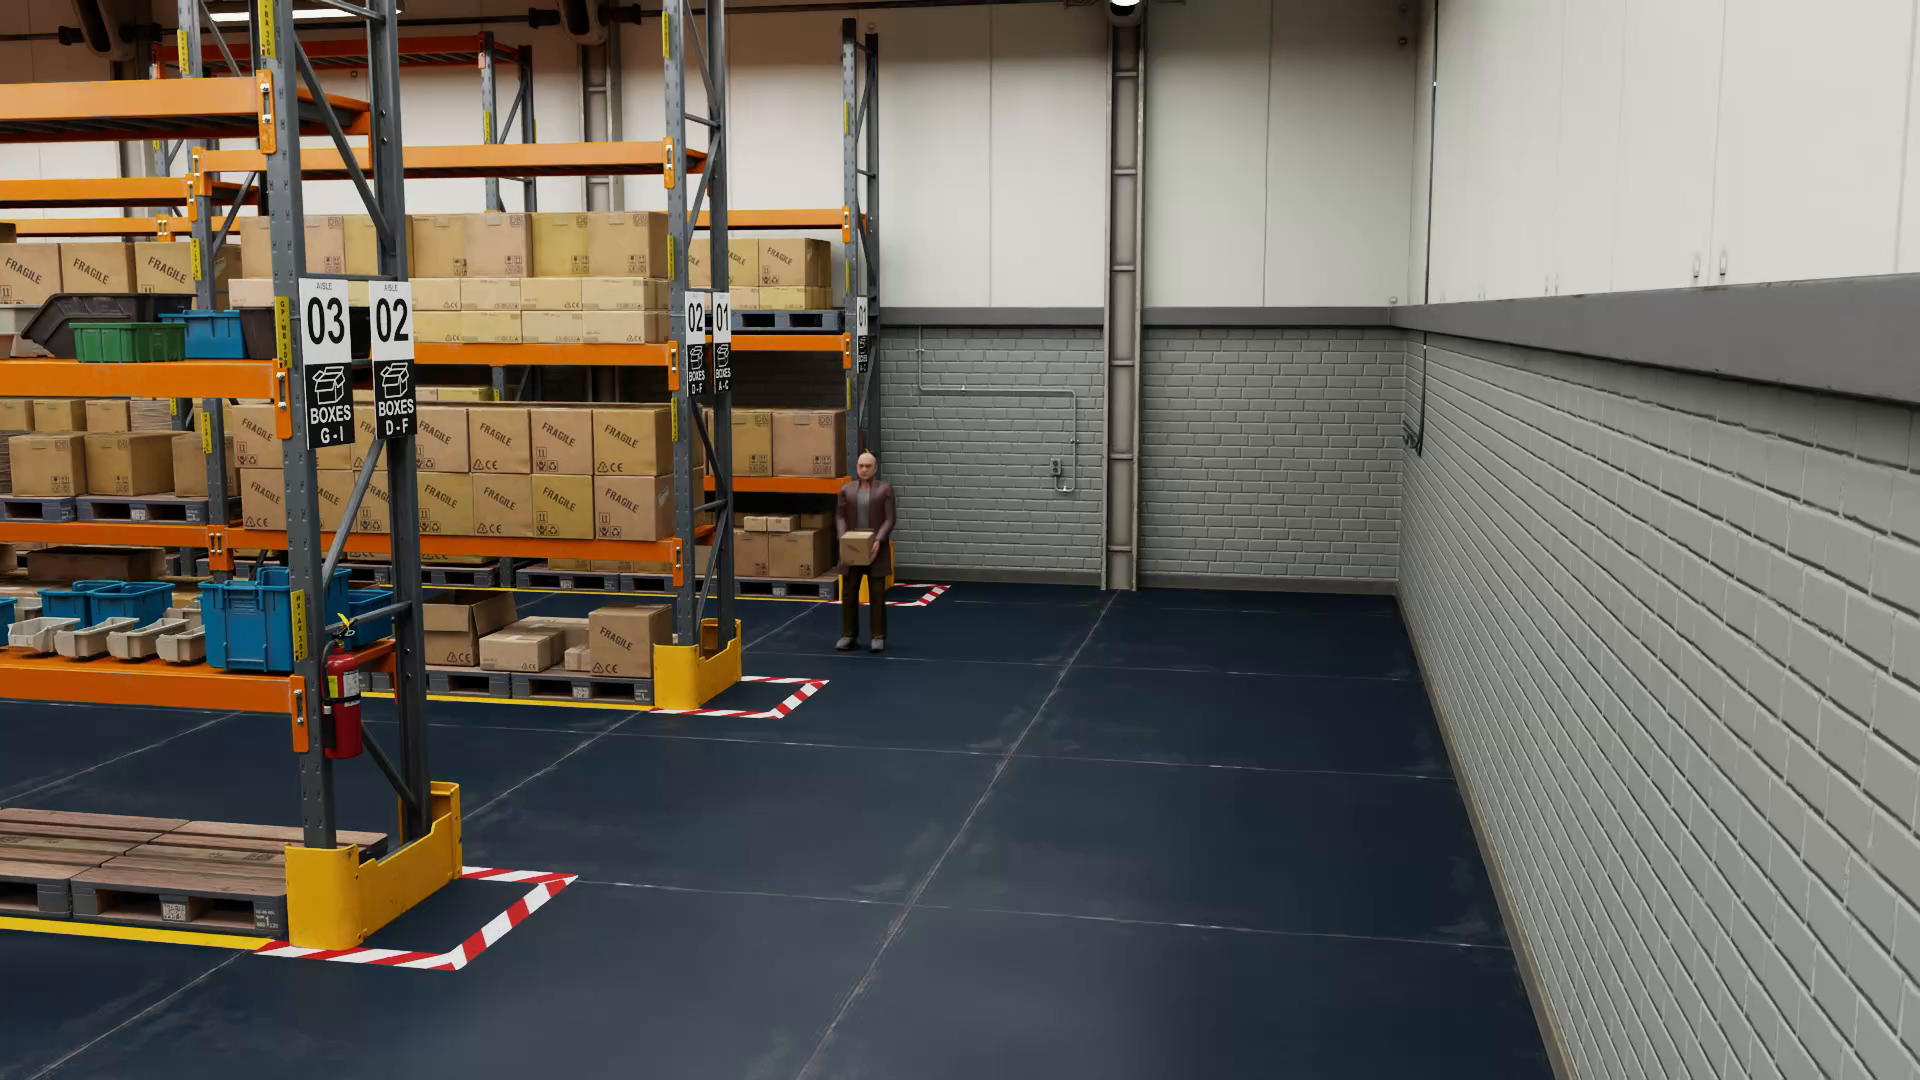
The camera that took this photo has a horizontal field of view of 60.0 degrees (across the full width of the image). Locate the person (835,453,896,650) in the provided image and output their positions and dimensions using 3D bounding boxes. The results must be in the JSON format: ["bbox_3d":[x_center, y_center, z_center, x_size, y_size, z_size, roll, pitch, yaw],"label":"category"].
[{"bbox_3d":[-0.872,0.109,15.034,0.566,1.782,0.499,1,8,11],"label":"person"}]
